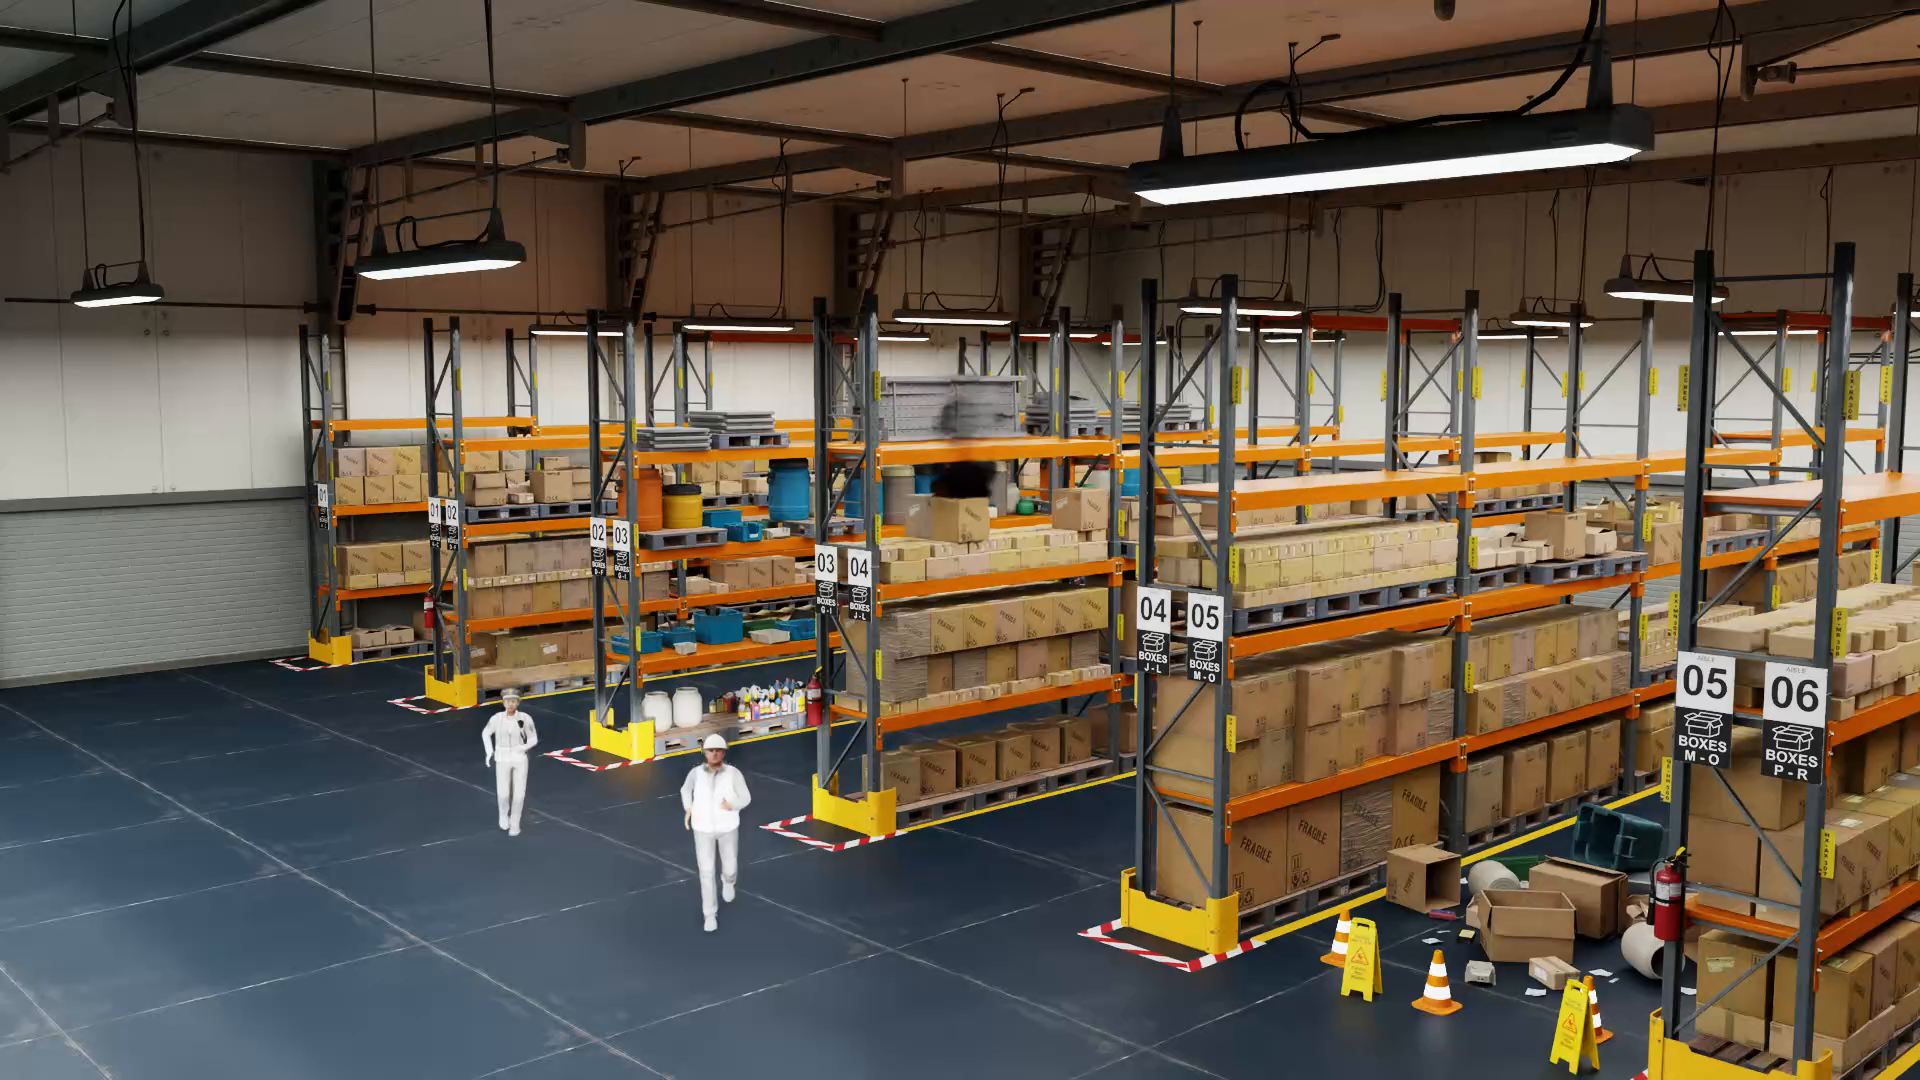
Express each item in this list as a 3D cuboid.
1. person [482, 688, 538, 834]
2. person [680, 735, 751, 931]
[{"bbox_3d":[-4.994,2.469,18.491,0.600,1.658,0.576,-2,6,-15],"label":"person"},{"bbox_3d":[-2.300,2.701,15.649,0.665,1.750,0.940,-1,6,-6],"label":"person"}]
